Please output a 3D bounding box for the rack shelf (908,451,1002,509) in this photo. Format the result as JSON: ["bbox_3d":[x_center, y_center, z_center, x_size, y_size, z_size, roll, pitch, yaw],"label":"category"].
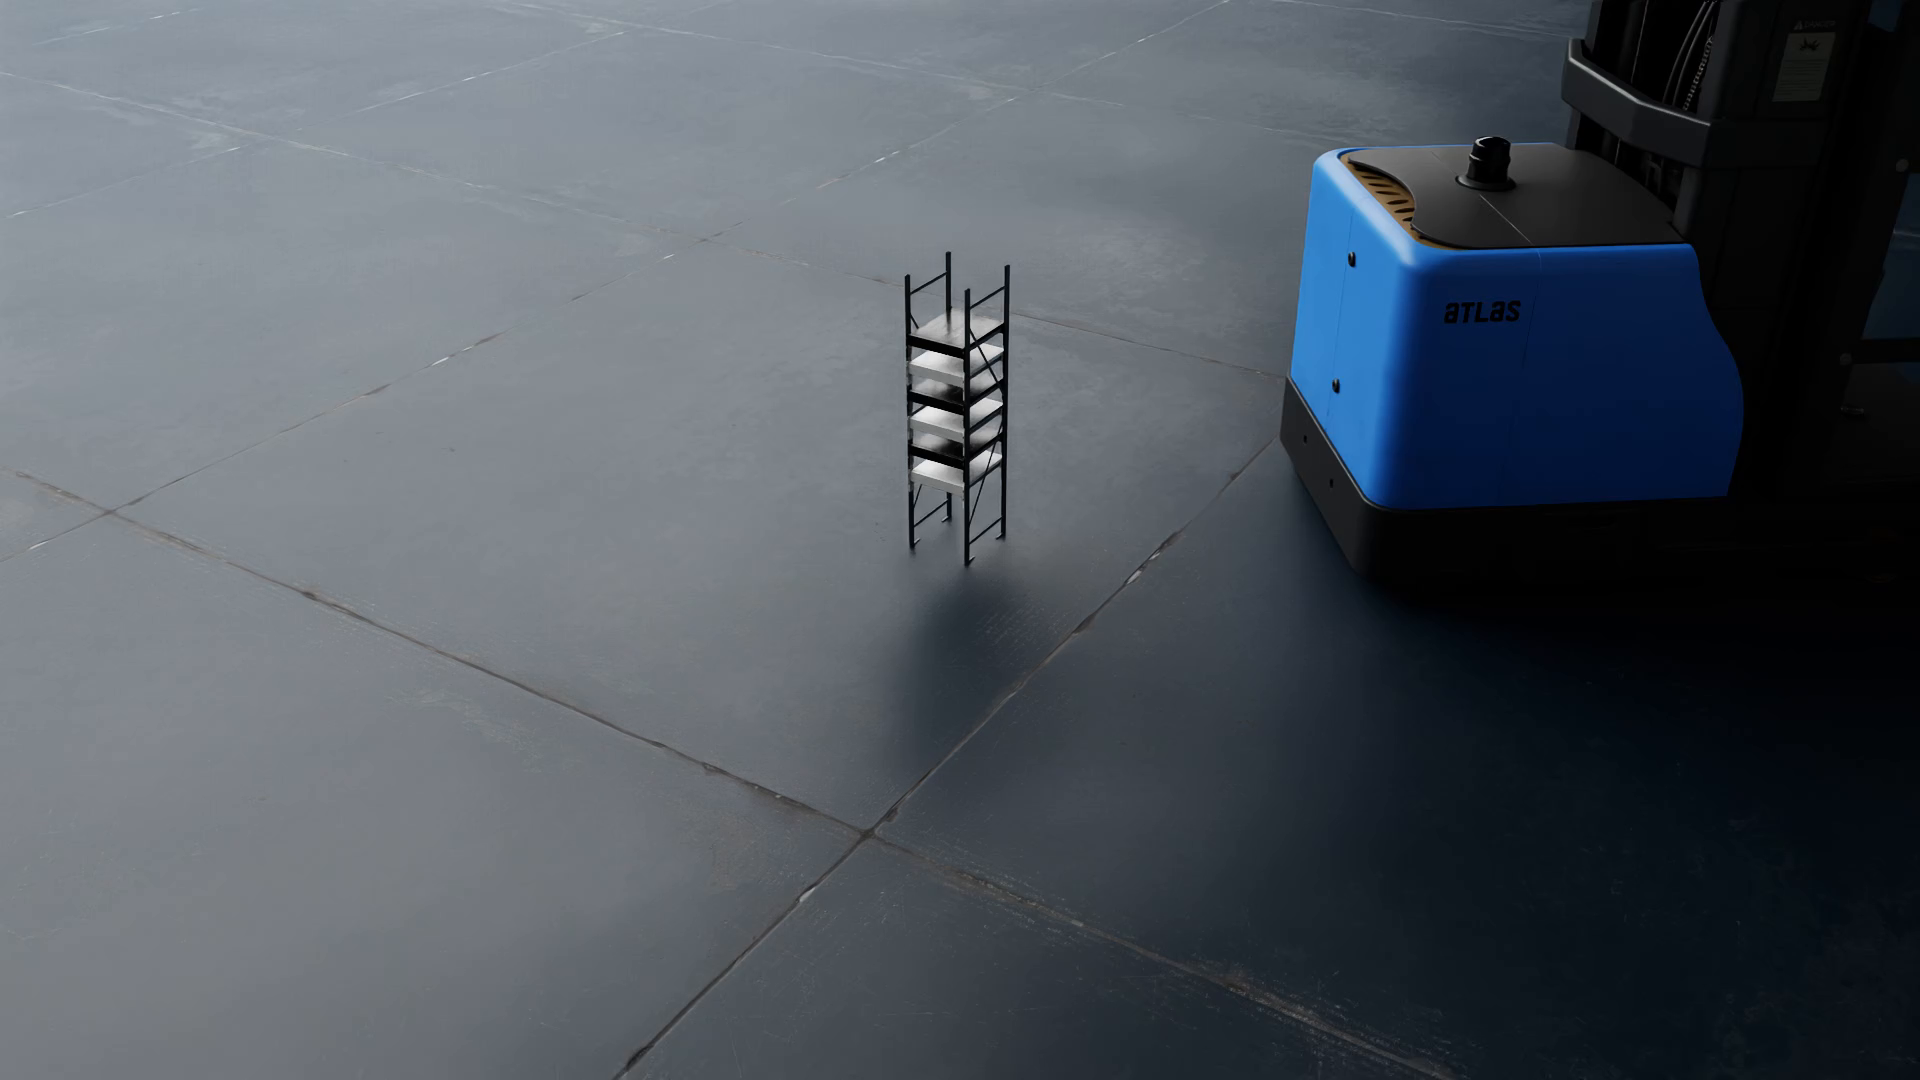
[{"bbox_3d":[-0.007,-0.207,5.134,0.200,0.077,0.258,18,35,27],"label":"rack shelf"}]

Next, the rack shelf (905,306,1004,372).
[{"bbox_3d":[-0.007,-0.595,4.908,0.200,0.077,0.258,18,35,27],"label":"rack shelf"}]

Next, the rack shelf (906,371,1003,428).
[{"bbox_3d":[-0.007,-0.440,4.998,0.200,0.077,0.258,18,35,27],"label":"rack shelf"}]

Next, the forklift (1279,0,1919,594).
[{"bbox_3d":[2.642,-1.401,4.742,3.031,2.935,1.130,-3,30,-4],"label":"forklift"}]

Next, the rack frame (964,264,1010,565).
[{"bbox_3d":[0.079,-0.364,4.980,0.006,0.900,0.240,18,35,27],"label":"rack frame"}]

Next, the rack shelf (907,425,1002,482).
[{"bbox_3d":[-0.007,-0.284,5.089,0.200,0.077,0.258,18,35,27],"label":"rack shelf"}]

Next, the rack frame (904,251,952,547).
[{"bbox_3d":[-0.093,-0.418,5.074,0.006,0.900,0.240,18,35,27],"label":"rack frame"}]

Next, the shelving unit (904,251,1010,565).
[{"bbox_3d":[-0.007,-0.391,5.027,0.210,0.900,0.258,18,35,27],"label":"shelving unit"}]

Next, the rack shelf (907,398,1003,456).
[{"bbox_3d":[-0.007,-0.362,5.044,0.200,0.077,0.258,18,35,27],"label":"rack shelf"}]

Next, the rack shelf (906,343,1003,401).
[{"bbox_3d":[-0.007,-0.518,4.953,0.200,0.077,0.258,18,35,27],"label":"rack shelf"}]
